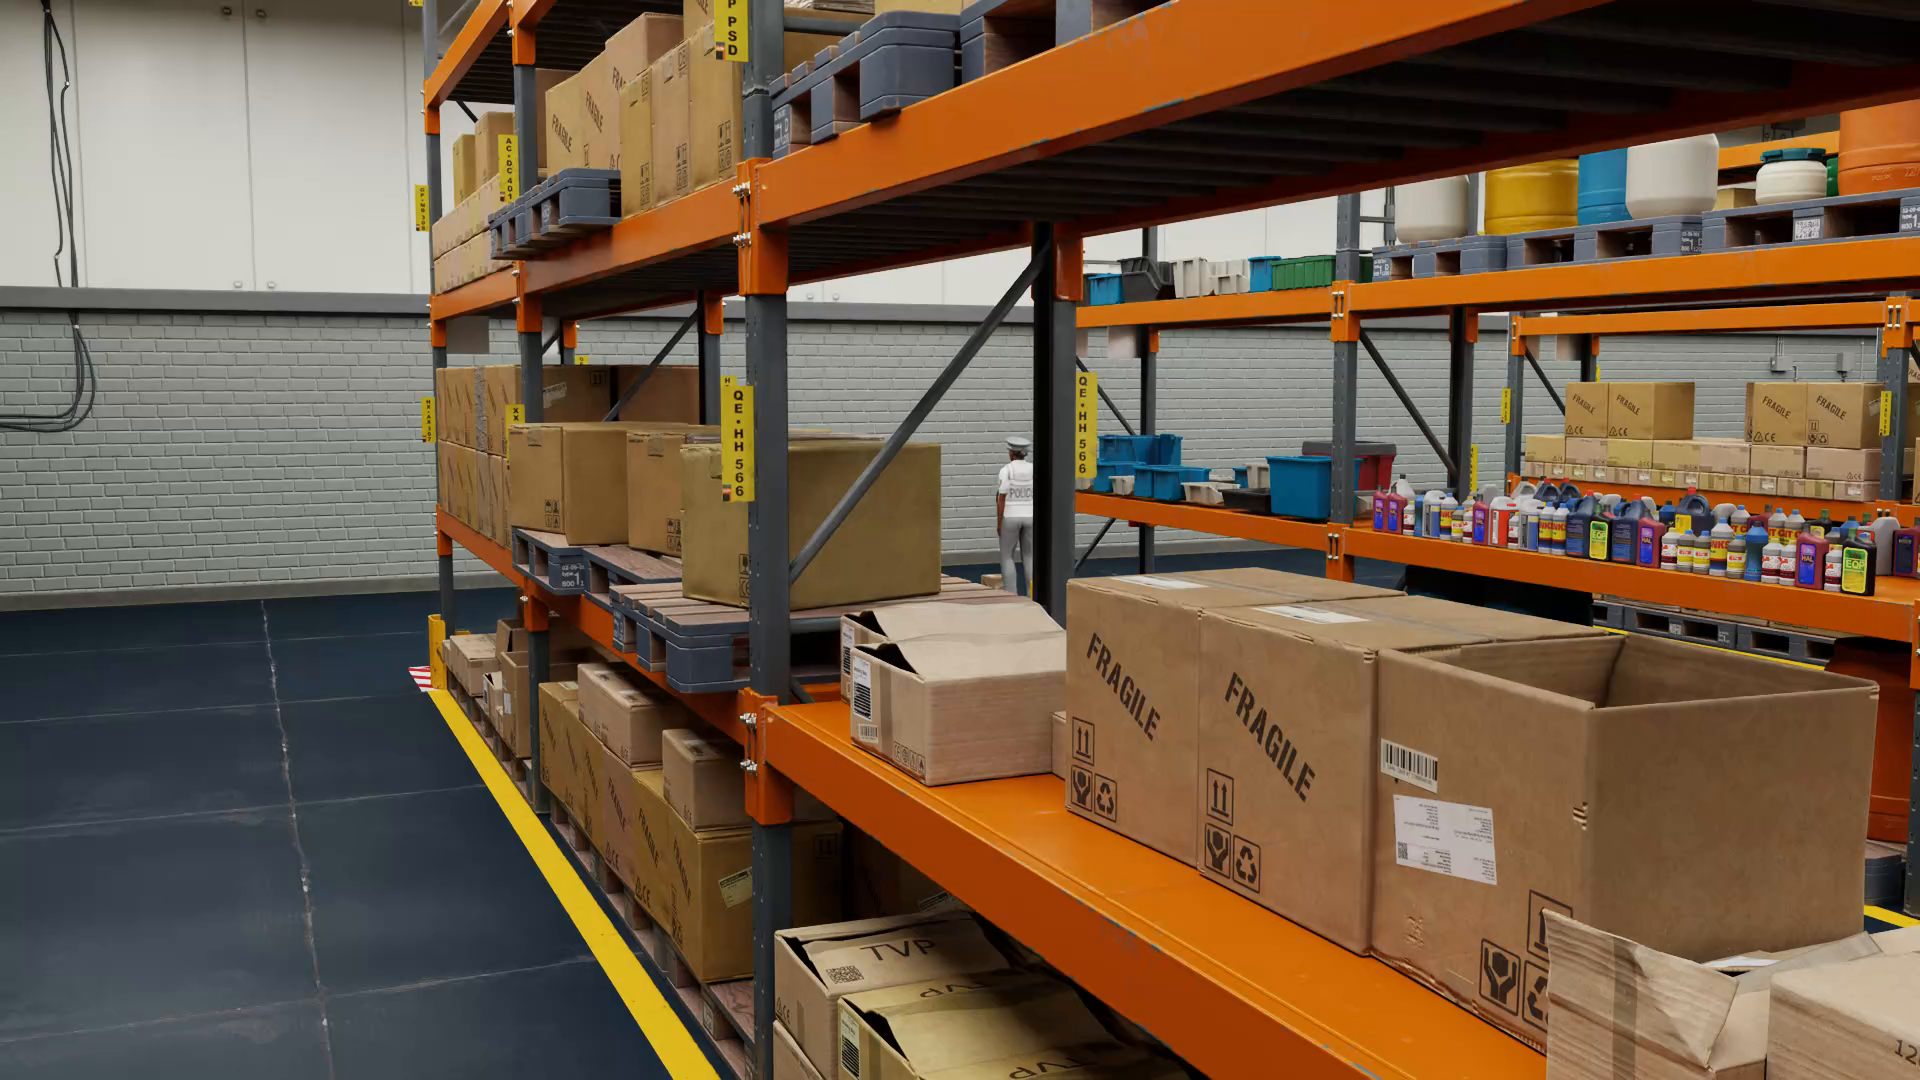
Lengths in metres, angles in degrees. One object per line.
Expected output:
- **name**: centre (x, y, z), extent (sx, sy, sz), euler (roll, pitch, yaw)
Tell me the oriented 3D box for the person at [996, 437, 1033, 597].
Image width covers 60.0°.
- **person**: centre (0.556, -0.174, 16.294), extent (0.437, 1.672, 0.341), euler (-2, 6, -22)
